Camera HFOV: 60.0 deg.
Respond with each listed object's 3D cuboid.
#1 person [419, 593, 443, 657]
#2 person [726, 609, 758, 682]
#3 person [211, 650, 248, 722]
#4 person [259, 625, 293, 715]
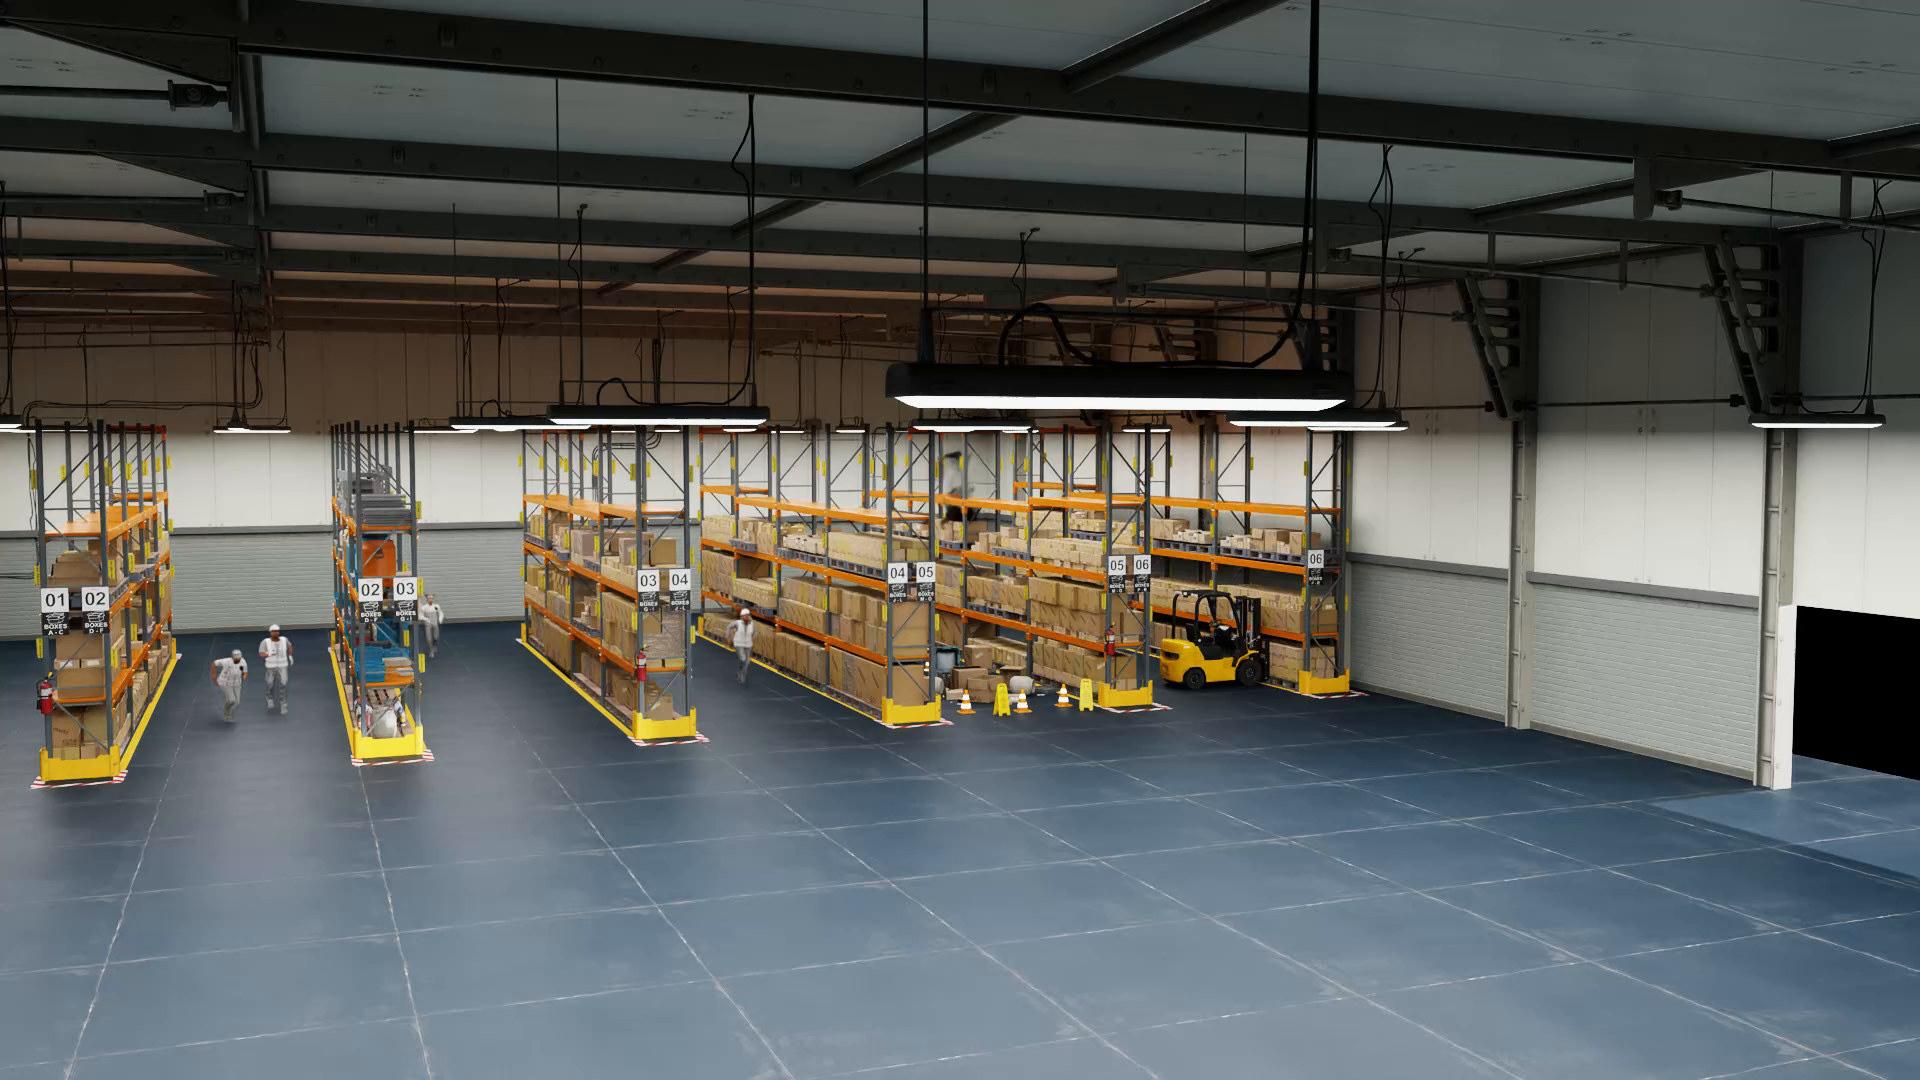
[{"bbox_3d":[-13.670,2.209,43.047,0.604,1.659,0.531,-2,4,-23],"label":"person"},{"bbox_3d":[-5.000,2.441,38.349,0.690,1.723,0.770,-2,4,-25],"label":"person"},{"bbox_3d":[-14.526,2.908,33.077,0.856,1.496,0.636,3,5,42],"label":"person"},{"bbox_3d":[-14.165,2.662,34.455,0.661,1.831,0.877,-2,4,-27],"label":"person"}]
